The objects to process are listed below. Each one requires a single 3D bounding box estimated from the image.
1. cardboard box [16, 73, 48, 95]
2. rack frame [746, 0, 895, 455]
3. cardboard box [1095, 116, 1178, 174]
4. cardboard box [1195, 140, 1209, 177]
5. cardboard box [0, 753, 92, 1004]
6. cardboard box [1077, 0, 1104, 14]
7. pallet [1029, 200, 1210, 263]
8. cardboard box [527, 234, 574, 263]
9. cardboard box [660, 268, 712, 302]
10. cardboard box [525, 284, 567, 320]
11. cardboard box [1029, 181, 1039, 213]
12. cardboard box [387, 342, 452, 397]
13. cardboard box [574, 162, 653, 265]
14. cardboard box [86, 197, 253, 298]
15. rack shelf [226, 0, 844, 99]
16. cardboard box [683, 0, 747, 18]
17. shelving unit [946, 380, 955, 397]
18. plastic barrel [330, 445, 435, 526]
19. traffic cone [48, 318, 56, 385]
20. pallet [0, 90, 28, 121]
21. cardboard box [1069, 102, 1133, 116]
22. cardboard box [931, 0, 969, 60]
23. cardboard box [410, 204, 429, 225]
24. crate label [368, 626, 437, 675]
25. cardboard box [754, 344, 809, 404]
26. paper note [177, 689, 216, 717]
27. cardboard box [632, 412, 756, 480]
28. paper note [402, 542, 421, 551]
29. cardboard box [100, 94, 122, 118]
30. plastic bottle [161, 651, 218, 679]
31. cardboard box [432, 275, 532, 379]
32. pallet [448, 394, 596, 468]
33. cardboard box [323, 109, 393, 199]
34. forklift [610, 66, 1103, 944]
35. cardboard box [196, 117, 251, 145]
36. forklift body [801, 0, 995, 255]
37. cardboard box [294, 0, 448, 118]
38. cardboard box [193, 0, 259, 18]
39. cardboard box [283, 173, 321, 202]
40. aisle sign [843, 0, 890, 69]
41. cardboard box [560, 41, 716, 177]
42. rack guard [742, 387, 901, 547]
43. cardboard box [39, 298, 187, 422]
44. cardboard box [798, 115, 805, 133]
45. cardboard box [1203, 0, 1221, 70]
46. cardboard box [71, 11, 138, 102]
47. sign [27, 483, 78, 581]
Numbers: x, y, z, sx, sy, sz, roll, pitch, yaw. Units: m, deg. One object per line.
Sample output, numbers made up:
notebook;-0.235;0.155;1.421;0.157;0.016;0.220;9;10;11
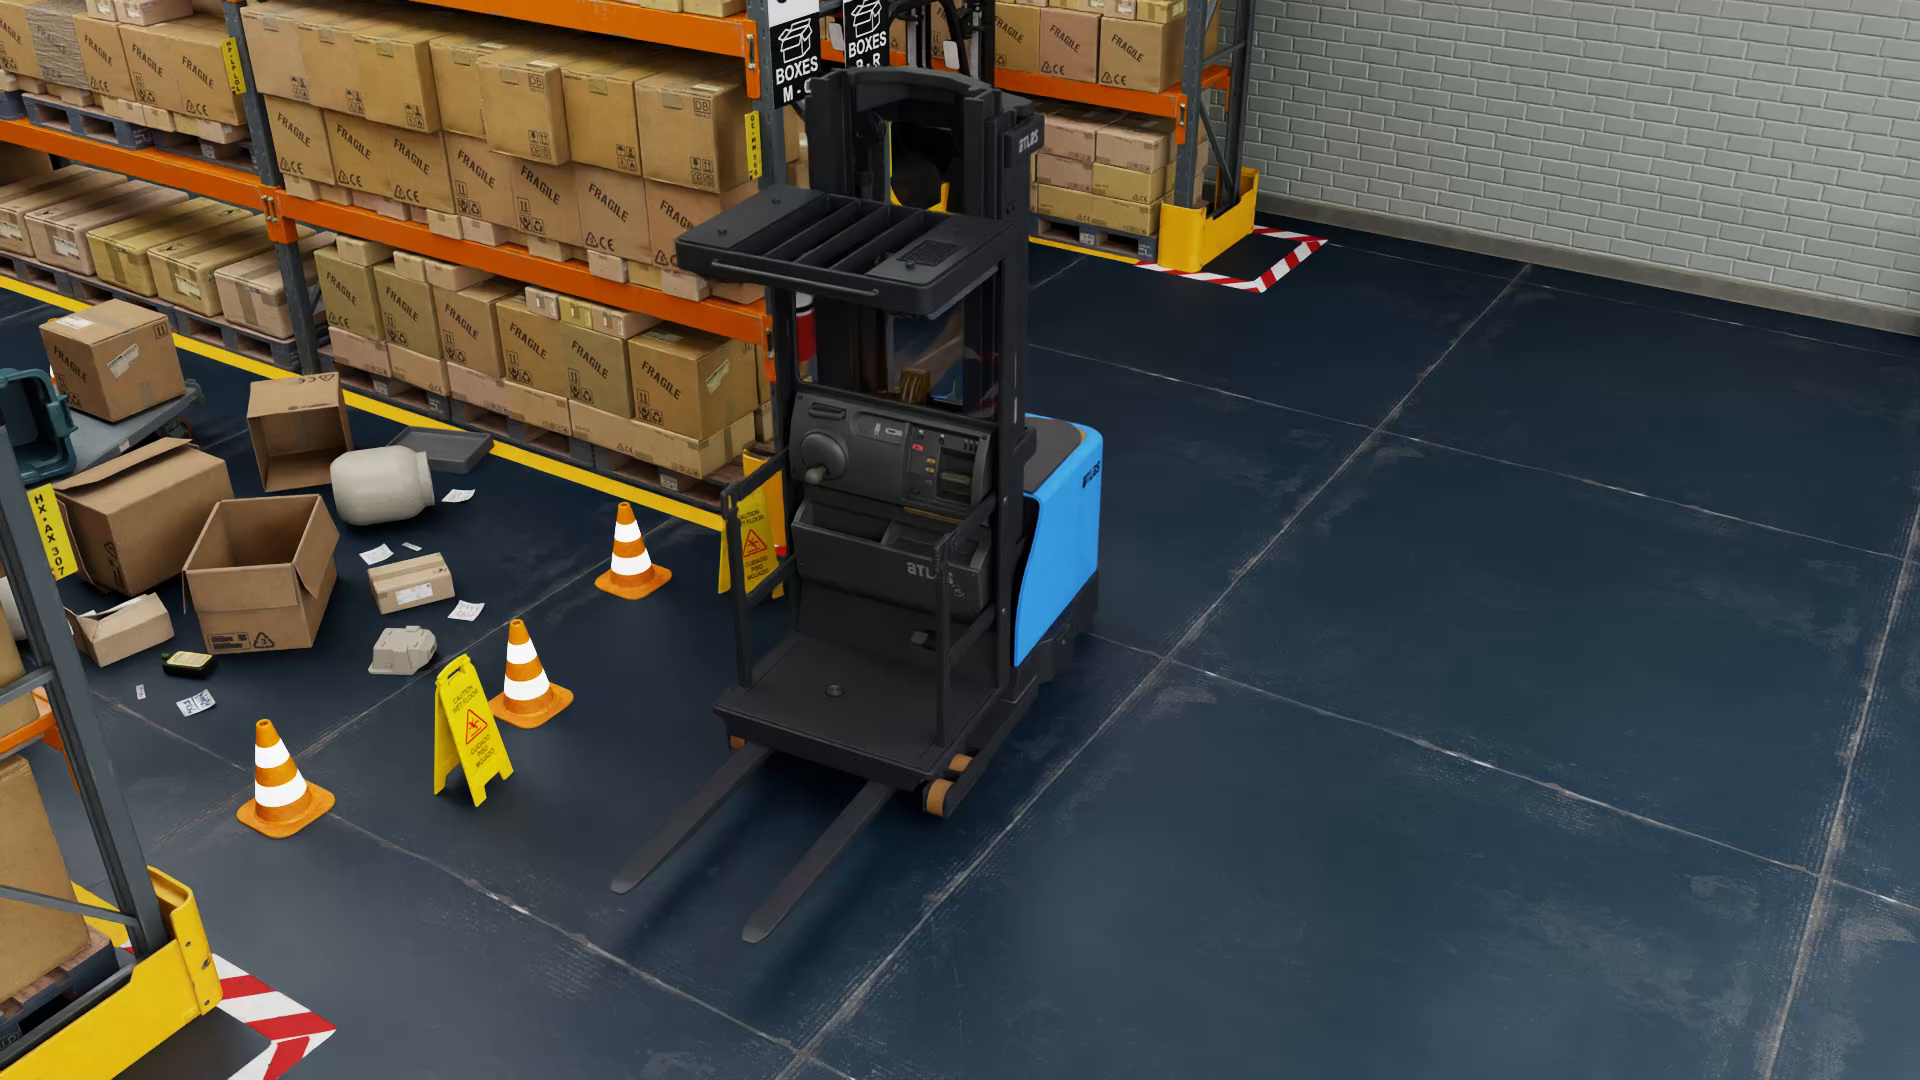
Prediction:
cardboard box;-6.396;-3.269;11.710;0.250;0.149;0.380;20;36;30
rack frame;-0.693;-1.517;8.873;0.127;3.000;1.000;18;35;27
cardboard box;1.387;-3.052;12.824;0.500;0.250;0.500;19;35;29
cardboard box;1.655;-3.060;13.335;0.500;0.250;0.500;18;35;28
cardboard box;-3.848;1.206;5.898;0.875;0.875;0.875;18;35;28
cardboard box;1.081;-4.084;12.531;0.250;0.149;0.380;18;35;28
pallet;1.273;-2.619;13.529;1.213;0.211;1.003;18;35;27
cardboard box;-2.244;-1.730;9.488;0.250;0.149;0.380;17;34;27
cardboard box;-1.397;-1.438;8.987;0.250;0.149;0.380;17;34;27
cardboard box;-2.290;-1.428;9.644;0.250;0.149;0.380;19;35;29
cardboard box;0.542;-2.896;13.549;0.500;0.250;0.500;18;35;28
cardboard box;-3.266;-1.170;10.592;0.500;0.250;0.500;20;36;30
cardboard box;-1.721;-1.852;9.054;0.500;0.500;0.500;18;35;27
cardboard box;-5.727;-2.151;12.151;0.625;0.372;0.950;19;35;29
rack shelf;-2.387;-3.037;9.217;4.000;0.370;1.077;18;35;27
cardboard box;-1.144;-2.680;8.140;0.250;0.149;0.380;18;35;28
shelving unit;-0.007;-0.391;9.027;0.210;0.900;0.258;18;35;27
plastic barrel;-3.247;-0.311;9.363;0.512;0.421;0.421;-9;32;-15
traffic cone;-5.875;-1.227;10.894;0.334;0.463;0.336;18;35;27
pallet;-6.808;-3.432;12.346;1.003;0.211;1.213;18;35;27
cardboard box;1.211;-3.404;13.427;0.500;0.250;0.500;18;35;27
cardboard box;0.086;-4.109;13.218;0.500;0.500;0.500;18;35;28
cardboard box;-3.068;-2.016;9.978;0.250;0.149;0.380;17;34;27
crate label;-2.744;0.536;8.196;0.298;0.136;0.250;1;30;2
cardboard box;-1.249;-1.175;9.854;0.500;0.500;0.500;16;34;26
paper note;-3.629;0.773;7.897;0.144;0.017;0.142;-21;36;-32
cardboard box;-1.541;-0.619;9.645;0.500;0.250;0.500;17;34;27
paper note;-3.026;0.036;9.178;0.123;0.001;0.032;18;35;27
cardboard box;-5.520;-2.961;11.181;0.250;0.149;0.380;18;35;27
plastic bottle;-3.803;0.606;8.150;0.283;0.061;0.133;6;31;10
cardboard box;-2.827;-1.355;10.163;0.500;0.500;0.500;20;36;30
pallet;-2.456;-0.893;10.570;1.213;0.211;1.003;18;35;27
cardboard box;-3.419;-2.399;9.990;0.500;0.500;0.500;17;34;27
forklift;-0.398;-0.321;6.892;1.130;2.935;3.031;14;33;22
cardboard box;-4.663;-2.681;10.702;0.250;0.149;0.380;18;35;28
forklift body;-0.633;-2.999;12.256;1.214;2.155;2.313;18;35;27
cardboard box;-3.402;-2.835;9.747;0.500;0.500;0.700;18;35;28
cardboard box;-4.750;-3.323;11.159;0.500;0.500;0.500;18;35;27
cardboard box;-3.984;-2.258;10.394;0.250;0.149;0.380;17;34;27
aisle sign;-0.476;-2.755;8.416;0.004;0.787;0.394;18;35;27
cardboard box;-1.666;-2.303;8.834;0.500;0.500;0.700;18;35;28
rack guard;-0.757;-0.457;9.538;0.348;0.500;1.175;18;35;27
cardboard box;-5.002;-1.068;9.833;0.500;0.500;0.500;18;35;27
cardboard box;-1.199;-3.656;14.356;0.500;0.250;0.500;17;34;27
cardboard box;1.671;-3.931;12.912;0.500;0.500;0.500;19;35;29
cardboard box;-5.449;-3.240;11.016;0.500;0.500;0.500;19;35;29
sign;-2.939;-0.020;5.370;0.005;0.325;0.100;18;35;27
